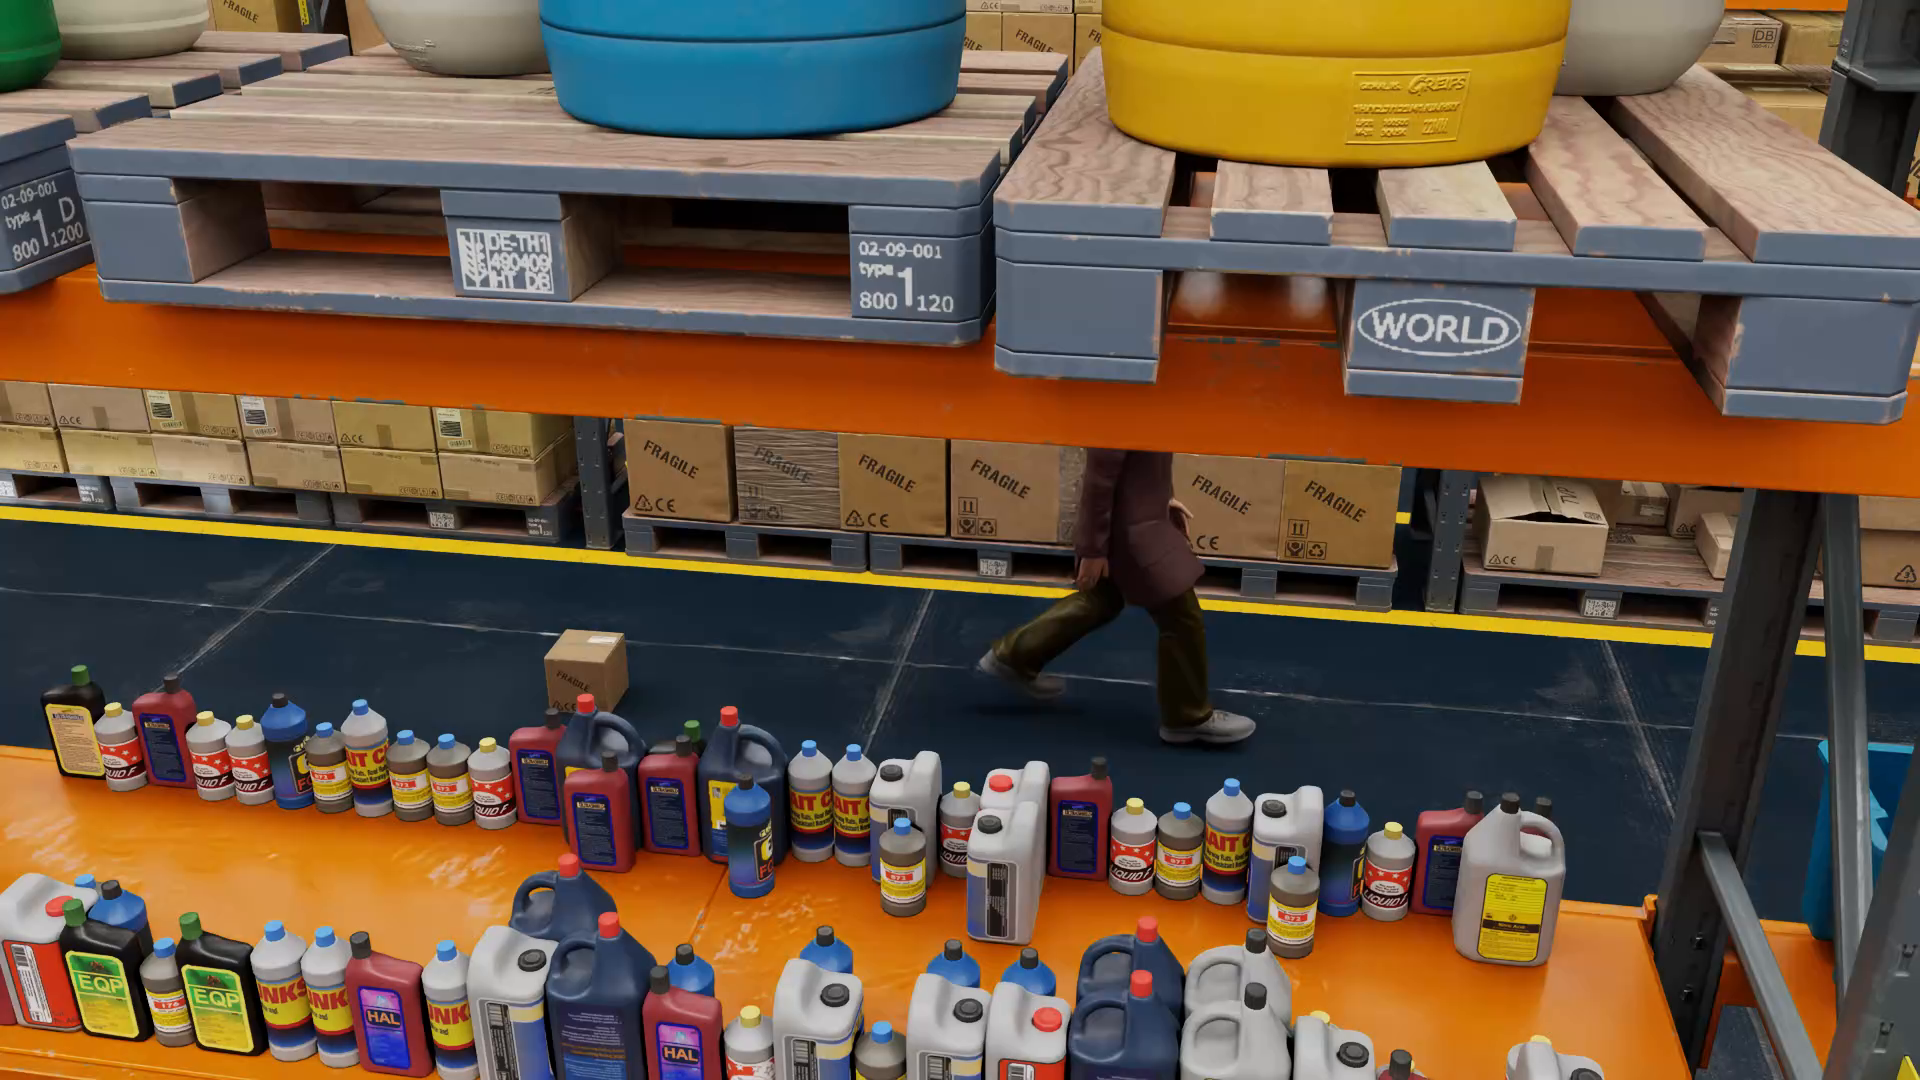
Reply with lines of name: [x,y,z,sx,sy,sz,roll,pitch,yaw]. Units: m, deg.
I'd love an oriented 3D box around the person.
person: [0.611,-0.060,6.242,1.095,1.733,0.565,3,25,5]
